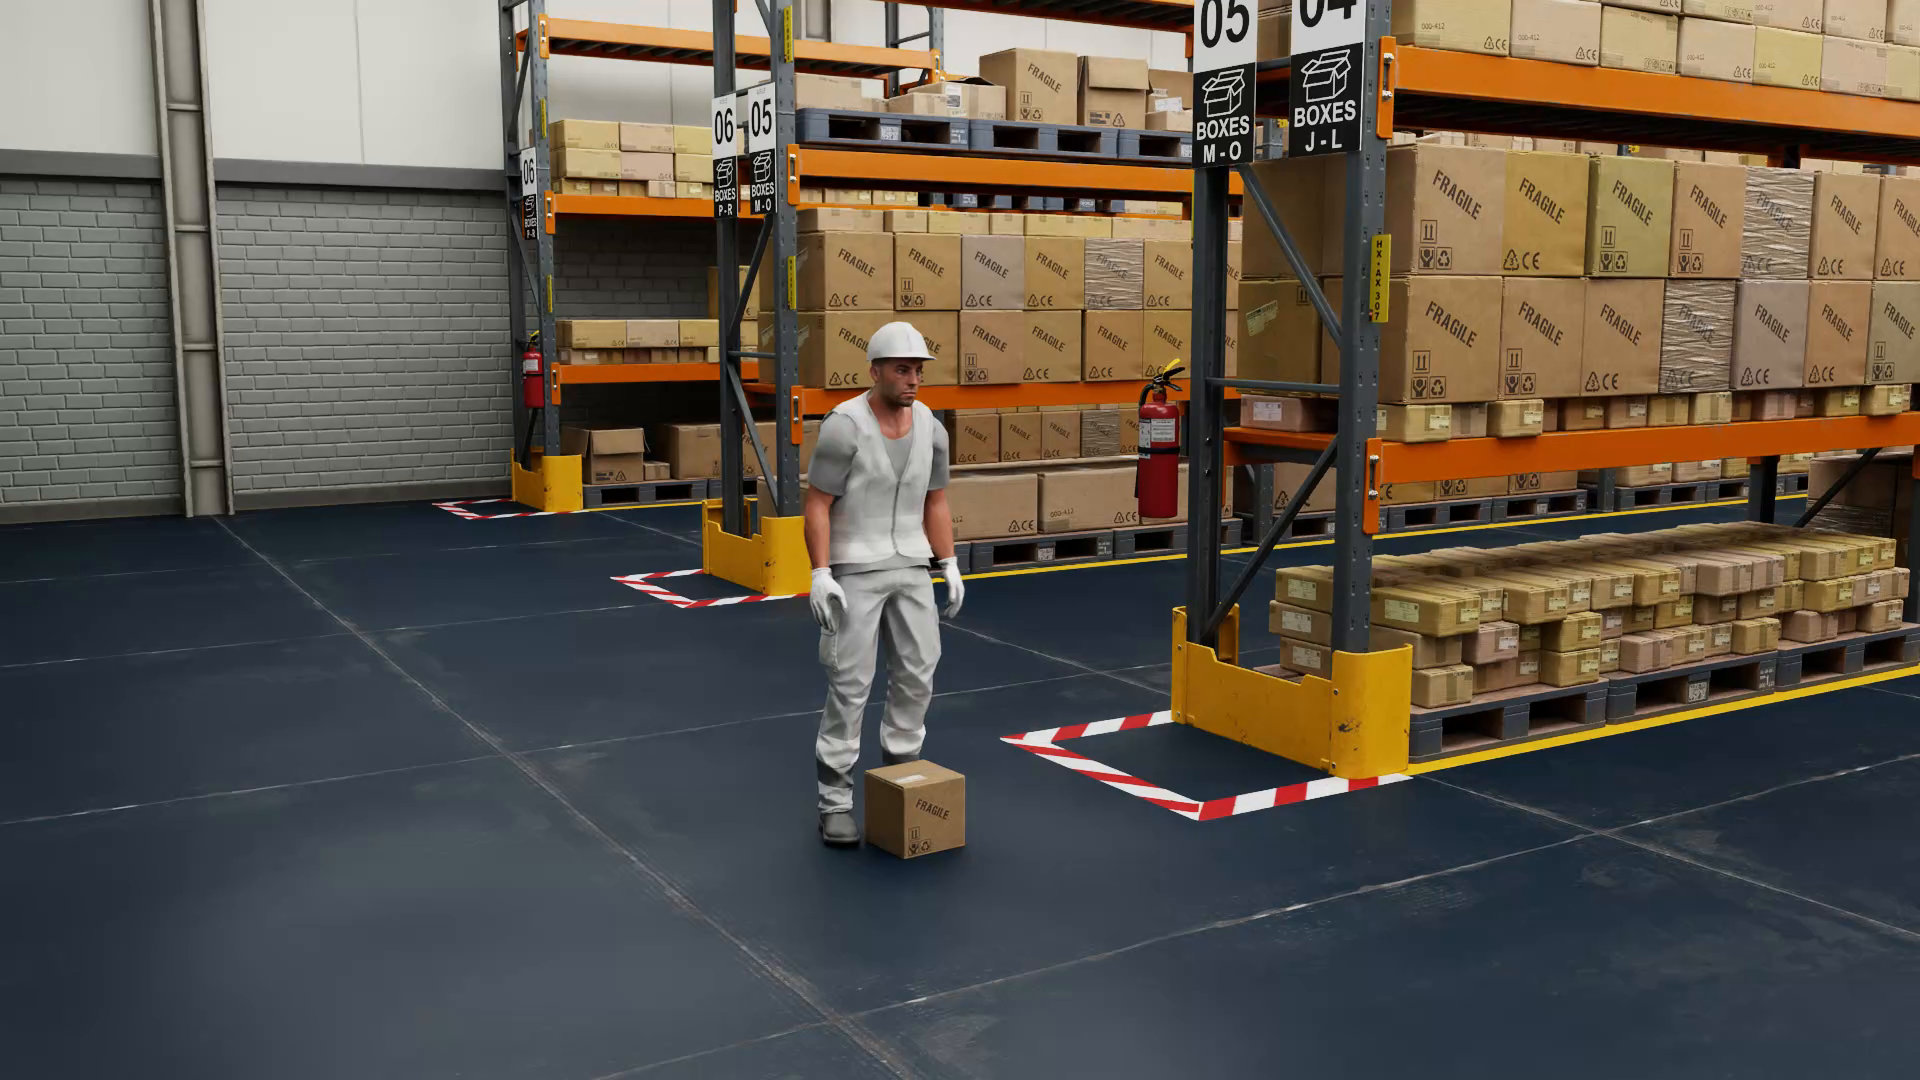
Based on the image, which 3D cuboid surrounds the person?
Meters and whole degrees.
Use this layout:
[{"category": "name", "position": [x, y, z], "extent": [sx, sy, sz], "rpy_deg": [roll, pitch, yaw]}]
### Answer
[{"category": "person", "position": [-0.261, 0.137, 5.797], "extent": [0.623, 1.778, 0.446], "rpy_deg": [-5, 10, -33]}]
